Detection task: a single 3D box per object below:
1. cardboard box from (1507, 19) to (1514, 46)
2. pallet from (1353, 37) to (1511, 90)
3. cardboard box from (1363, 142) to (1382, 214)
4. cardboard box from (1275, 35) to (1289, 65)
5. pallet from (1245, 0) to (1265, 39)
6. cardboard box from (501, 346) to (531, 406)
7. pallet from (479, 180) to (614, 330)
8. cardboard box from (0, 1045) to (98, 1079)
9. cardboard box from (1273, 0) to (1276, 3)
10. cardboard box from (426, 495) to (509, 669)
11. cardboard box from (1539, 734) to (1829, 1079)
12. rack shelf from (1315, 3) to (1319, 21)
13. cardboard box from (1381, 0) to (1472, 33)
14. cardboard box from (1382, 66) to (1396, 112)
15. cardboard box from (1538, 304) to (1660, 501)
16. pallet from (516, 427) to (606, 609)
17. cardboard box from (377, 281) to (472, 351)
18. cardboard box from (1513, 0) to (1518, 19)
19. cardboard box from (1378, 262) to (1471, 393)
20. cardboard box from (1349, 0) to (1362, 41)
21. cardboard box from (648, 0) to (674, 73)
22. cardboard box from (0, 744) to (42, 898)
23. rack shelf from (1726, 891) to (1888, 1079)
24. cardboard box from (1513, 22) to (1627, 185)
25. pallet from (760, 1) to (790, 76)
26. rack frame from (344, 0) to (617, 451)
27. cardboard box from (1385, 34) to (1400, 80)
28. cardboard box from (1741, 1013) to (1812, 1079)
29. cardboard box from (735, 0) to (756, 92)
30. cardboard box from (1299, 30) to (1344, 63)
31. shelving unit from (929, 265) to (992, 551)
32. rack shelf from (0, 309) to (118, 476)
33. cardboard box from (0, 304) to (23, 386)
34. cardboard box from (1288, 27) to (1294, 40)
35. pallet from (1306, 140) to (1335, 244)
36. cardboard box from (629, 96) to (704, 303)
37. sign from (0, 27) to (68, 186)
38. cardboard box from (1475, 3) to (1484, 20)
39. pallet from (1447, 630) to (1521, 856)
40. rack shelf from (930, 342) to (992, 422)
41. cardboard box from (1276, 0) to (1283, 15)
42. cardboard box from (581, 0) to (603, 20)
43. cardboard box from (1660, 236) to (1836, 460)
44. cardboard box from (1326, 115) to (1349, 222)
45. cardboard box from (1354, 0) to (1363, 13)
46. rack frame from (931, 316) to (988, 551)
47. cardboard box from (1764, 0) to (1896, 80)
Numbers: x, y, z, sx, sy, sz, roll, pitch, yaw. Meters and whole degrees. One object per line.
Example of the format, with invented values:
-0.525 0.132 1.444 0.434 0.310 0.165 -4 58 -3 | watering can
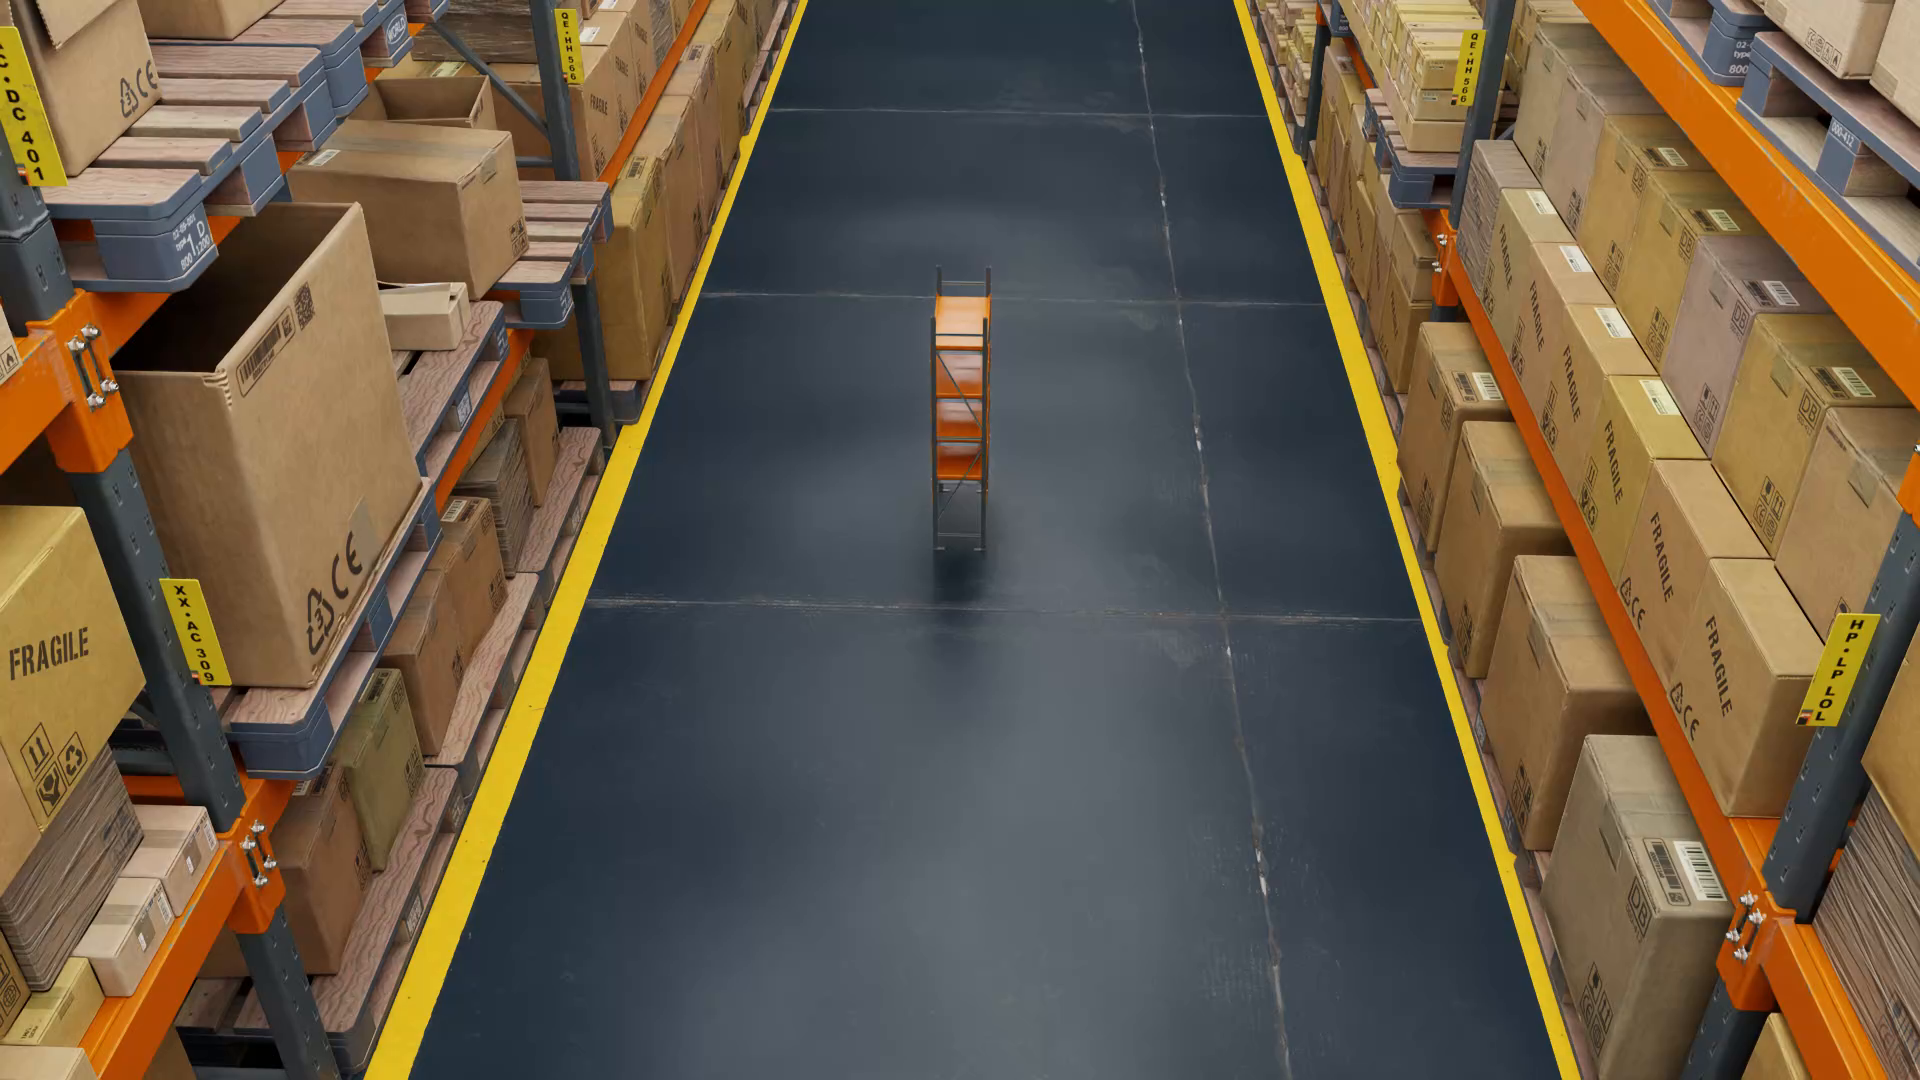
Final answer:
2.957 -2.613 8.454 0.380 0.149 0.250 1 35 2 | cardboard box
2.739 -2.611 9.024 1.003 0.211 1.213 1 35 2 | pallet
2.511 -1.989 9.127 0.500 0.250 0.500 2 35 3 | cardboard box
2.578 -3.683 12.496 0.380 0.149 0.250 1 35 2 | cardboard box
2.951 -4.497 13.966 1.003 0.211 1.213 1 35 2 | pallet
-2.249 -0.803 7.423 0.500 0.250 0.500 3 35 4 | cardboard box
-2.174 -1.234 7.064 1.213 0.211 1.003 1 35 2 | pallet
-2.116 1.239 3.597 0.380 0.149 0.250 1 35 2 | cardboard box
2.714 -4.272 13.333 0.380 0.149 0.250 1 35 2 | cardboard box
-2.284 0.149 6.721 0.700 0.500 0.500 4 35 6 | cardboard box
2.475 1.136 5.116 1.050 0.750 0.750 1 35 2 | cardboard box
2.941 -4.705 12.461 1.077 0.370 4.000 1 35 2 | rack shelf
2.292 -2.604 8.183 0.380 0.149 0.250 2 35 3 | cardboard box
2.282 -2.205 8.132 0.380 0.149 0.250 2 35 3 | cardboard box
2.352 -0.473 5.727 0.500 0.500 0.500 1 35 1 | cardboard box
-2.285 -0.134 7.758 1.003 0.211 1.213 1 35 2 | pallet
-2.049 -0.877 6.141 0.396 0.266 0.258 0 35 1 | cardboard box
2.955 -2.728 8.359 0.380 0.149 0.250 3 35 4 | cardboard box
2.465 -1.085 8.494 0.500 0.500 0.500 1 35 2 | cardboard box
2.325 -2.808 8.990 0.380 0.149 0.250 0 35 0 | cardboard box
-1.903 -2.916 9.204 0.500 0.500 0.500 1 35 2 | cardboard box
-2.174 0.554 3.137 0.500 0.500 0.500 1 35 2 | cardboard box
2.459 2.190 2.651 1.077 0.370 4.000 1 35 2 | rack shelf
2.672 -1.744 6.666 0.700 0.500 0.500 1 35 2 | cardboard box
-1.936 -4.019 13.286 1.003 0.211 1.213 1 35 2 | pallet
-2.252 -1.724 7.595 1.000 3.000 0.127 1 35 2 | rack frame
2.282 -2.341 8.067 0.380 0.149 0.250 2 35 3 | cardboard box
2.444 1.804 4.057 0.875 0.875 0.875 2 35 3 | cardboard box
-1.985 -3.702 11.892 0.875 0.875 0.875 1 35 2 | cardboard box
2.586 -3.457 11.657 0.380 0.149 0.250 2 35 2 | cardboard box
0.007 -0.586 7.540 0.258 1.200 0.503 1 35 2 | shelving unit
-2.493 0.790 2.034 1.077 0.370 4.000 1 35 2 | rack shelf
-2.170 -0.324 3.124 0.500 0.250 0.500 3 35 4 | cardboard box
2.646 -3.764 12.353 0.380 0.149 0.250 2 35 3 | cardboard box
2.831 -2.262 10.784 1.003 0.211 1.213 1 35 2 | pallet
-2.160 -1.935 9.377 1.225 0.875 0.875 1 35 2 | cardboard box
-1.870 -0.857 3.302 0.100 0.325 0.005 1 35 2 | sign
2.983 -2.784 8.956 0.380 0.149 0.250 0 35 0 | cardboard box
2.542 0.740 6.514 1.003 0.211 1.213 1 35 2 | pallet
0.007 -0.714 7.450 0.258 0.148 0.480 1 35 2 | rack shelf
2.594 -4.060 12.515 0.380 0.149 0.250 0 35 0 | cardboard box
-2.177 -2.970 8.407 0.797 0.503 0.637 2 35 3 | cardboard box
2.593 -0.575 5.003 0.700 0.500 0.500 2 35 2 | cardboard box
2.547 -2.276 10.189 0.500 0.500 0.500 3 35 4 | cardboard box
2.325 -2.926 8.899 0.380 0.149 0.250 1 35 1 | cardboard box
-0.003 -0.446 7.341 0.240 1.200 0.015 1 35 2 | rack frame
2.369 -1.347 4.127 0.500 0.250 0.500 1 35 1 | cardboard box
